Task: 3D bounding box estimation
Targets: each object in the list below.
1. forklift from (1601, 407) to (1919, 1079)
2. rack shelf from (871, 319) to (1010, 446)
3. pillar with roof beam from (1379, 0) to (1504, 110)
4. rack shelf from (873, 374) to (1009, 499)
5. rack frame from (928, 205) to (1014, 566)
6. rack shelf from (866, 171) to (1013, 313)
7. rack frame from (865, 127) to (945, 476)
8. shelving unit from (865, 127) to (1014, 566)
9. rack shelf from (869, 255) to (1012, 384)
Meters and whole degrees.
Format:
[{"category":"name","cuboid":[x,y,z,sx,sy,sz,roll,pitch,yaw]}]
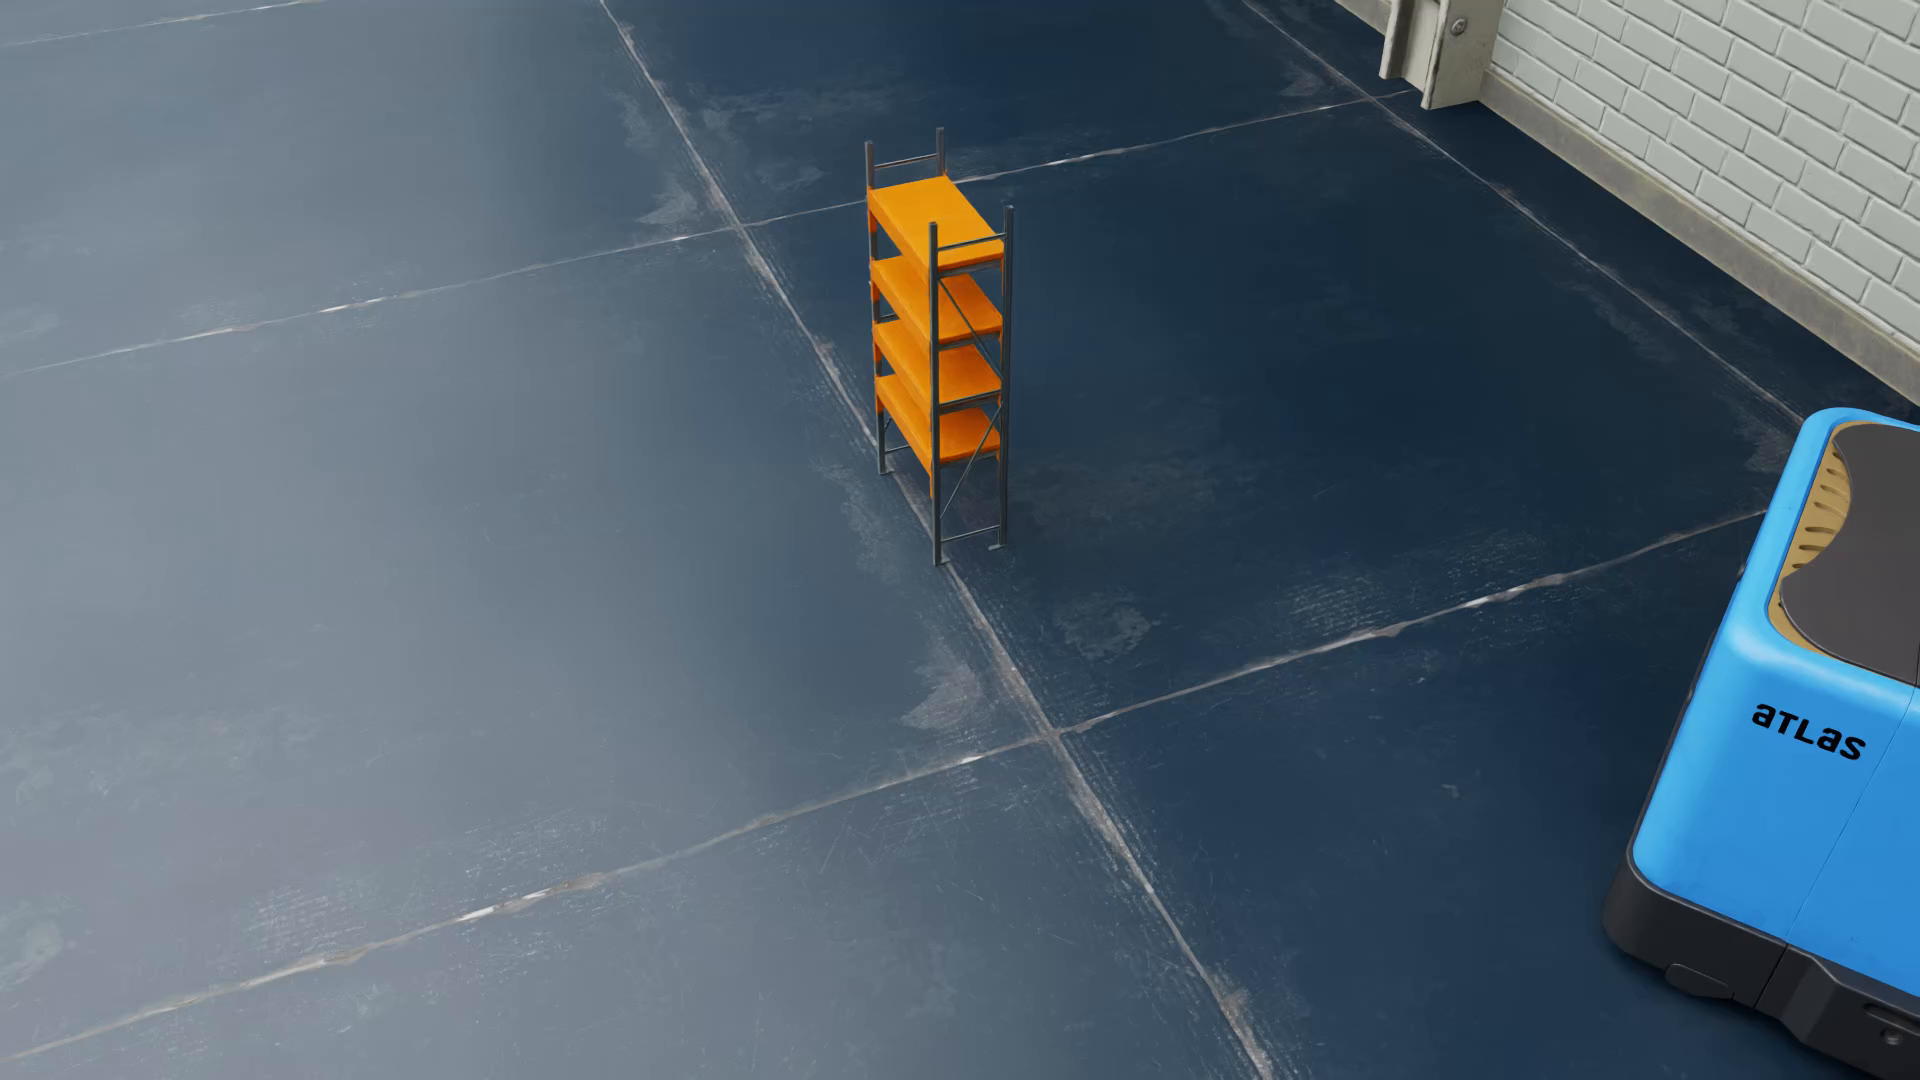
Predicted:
[{"category":"forklift","cuboid":[3.089,0.133,2.848,3.031,2.935,1.130,22,45,23]},{"category":"rack shelf","cuboid":[-0.063,-0.504,5.019,0.258,0.148,0.480,-15,43,-17]},{"category":"pillar with roof beam","cuboid":[-1.803,-4.434,3.505,9.100,9.000,0.400,-15,43,-17]},{"category":"rack shelf","cuboid":[-0.063,-0.353,5.148,0.258,0.148,0.480,-15,43,-17]},{"category":"rack frame","cuboid":[0.030,-0.408,4.804,0.240,1.200,0.015,-15,43,-17]},{"category":"rack shelf","cuboid":[-0.063,-0.853,4.719,0.258,0.148,0.480,-15,43,-17]},{"category":"rack frame","cuboid":[-0.157,-0.702,5.146,0.240,1.200,0.015,-15,43,-17]},{"category":"shelving unit","cuboid":[-0.063,-0.555,4.975,0.258,1.200,0.503,-15,43,-17]},{"category":"rack shelf","cuboid":[-0.063,-0.673,4.873,0.258,0.148,0.480,-15,43,-17]}]
